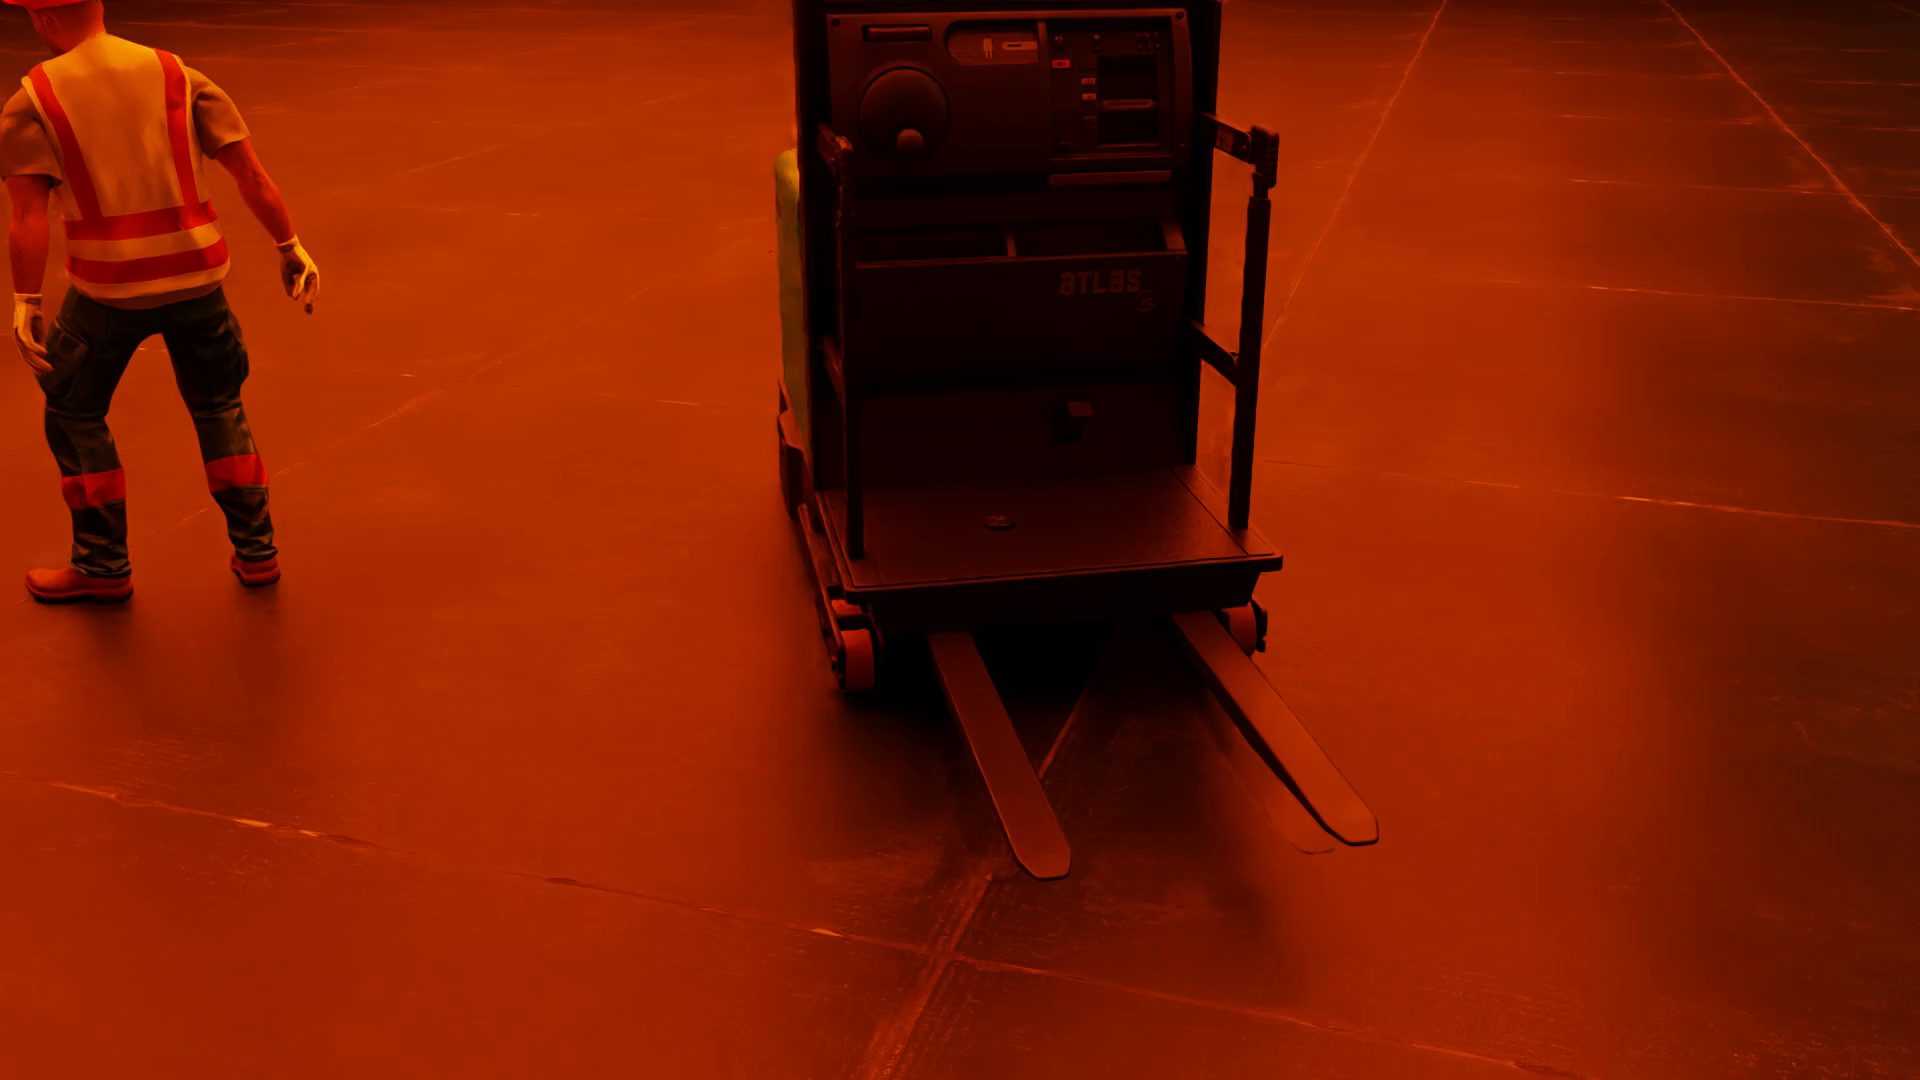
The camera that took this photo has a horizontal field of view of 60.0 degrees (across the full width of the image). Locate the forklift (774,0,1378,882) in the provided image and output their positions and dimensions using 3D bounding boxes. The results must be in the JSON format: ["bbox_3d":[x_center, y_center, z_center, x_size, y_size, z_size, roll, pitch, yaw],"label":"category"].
[{"bbox_3d":[0.175,-1.120,3.993,1.130,2.935,3.031,-4,23,-10],"label":"forklift"}]

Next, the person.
[{"bbox_3d":[-2.242,-0.707,4.571,0.870,1.747,0.455,-17,28,-35],"label":"person"}]
